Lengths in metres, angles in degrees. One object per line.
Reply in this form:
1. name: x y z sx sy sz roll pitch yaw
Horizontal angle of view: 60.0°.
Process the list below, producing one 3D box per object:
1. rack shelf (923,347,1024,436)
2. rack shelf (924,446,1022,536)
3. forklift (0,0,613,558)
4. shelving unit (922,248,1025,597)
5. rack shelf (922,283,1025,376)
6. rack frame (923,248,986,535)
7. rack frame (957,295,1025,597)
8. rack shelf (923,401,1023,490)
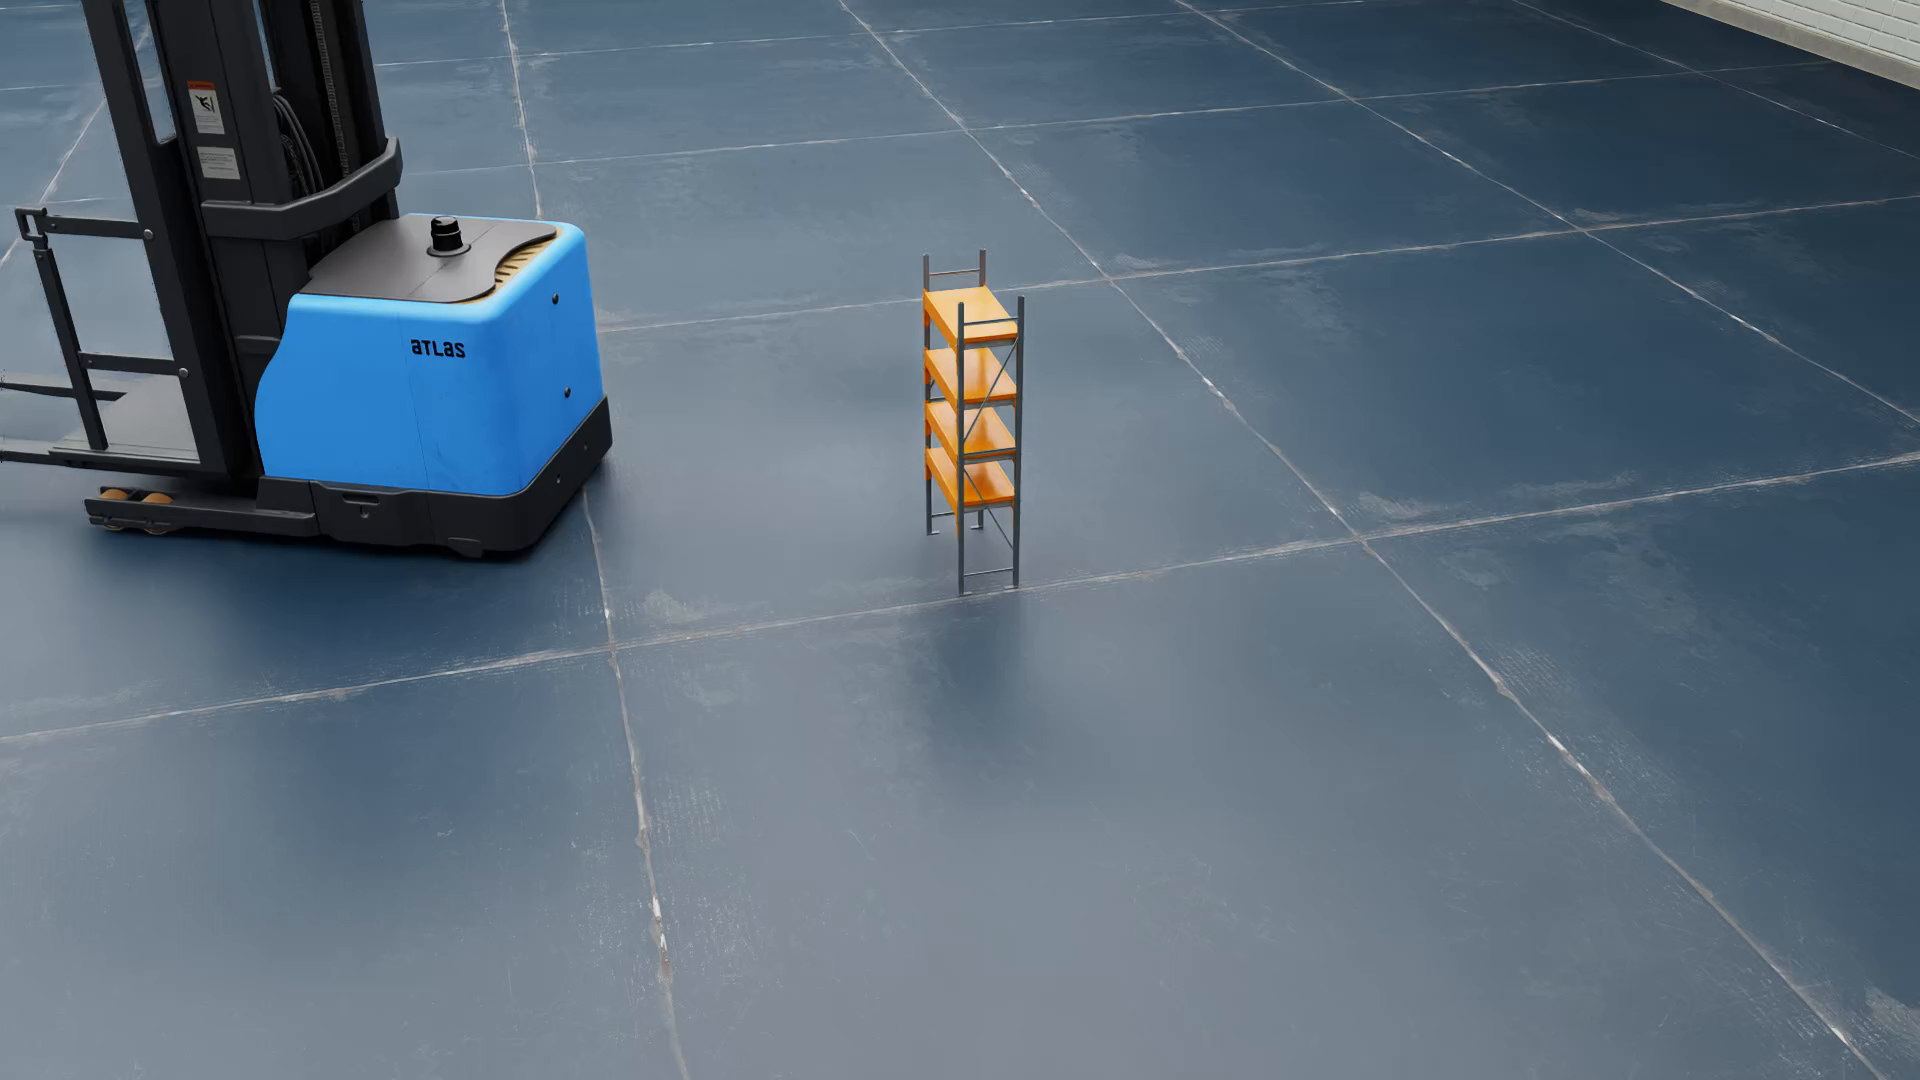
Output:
1. rack shelf: 0.044 -0.575 6.233 0.258 0.148 0.480 -8 31 -13
2. rack shelf: 0.044 -0.209 6.444 0.258 0.148 0.480 -8 31 -13
3. forklift: -3.099 -1.544 6.491 3.031 2.935 1.130 5 30 9
4. shelving unit: 0.044 -0.439 6.311 0.258 1.200 0.503 -8 31 -13
5. rack shelf: 0.044 -0.779 6.114 0.258 0.148 0.480 -8 31 -13
6. rack frame: -0.021 -0.557 6.515 0.240 1.200 0.015 -8 31 -13
7. rack frame: 0.109 -0.321 6.108 0.240 1.200 0.015 -8 31 -13
8. rack shelf: 0.044 -0.381 6.345 0.258 0.148 0.480 -8 31 -13
